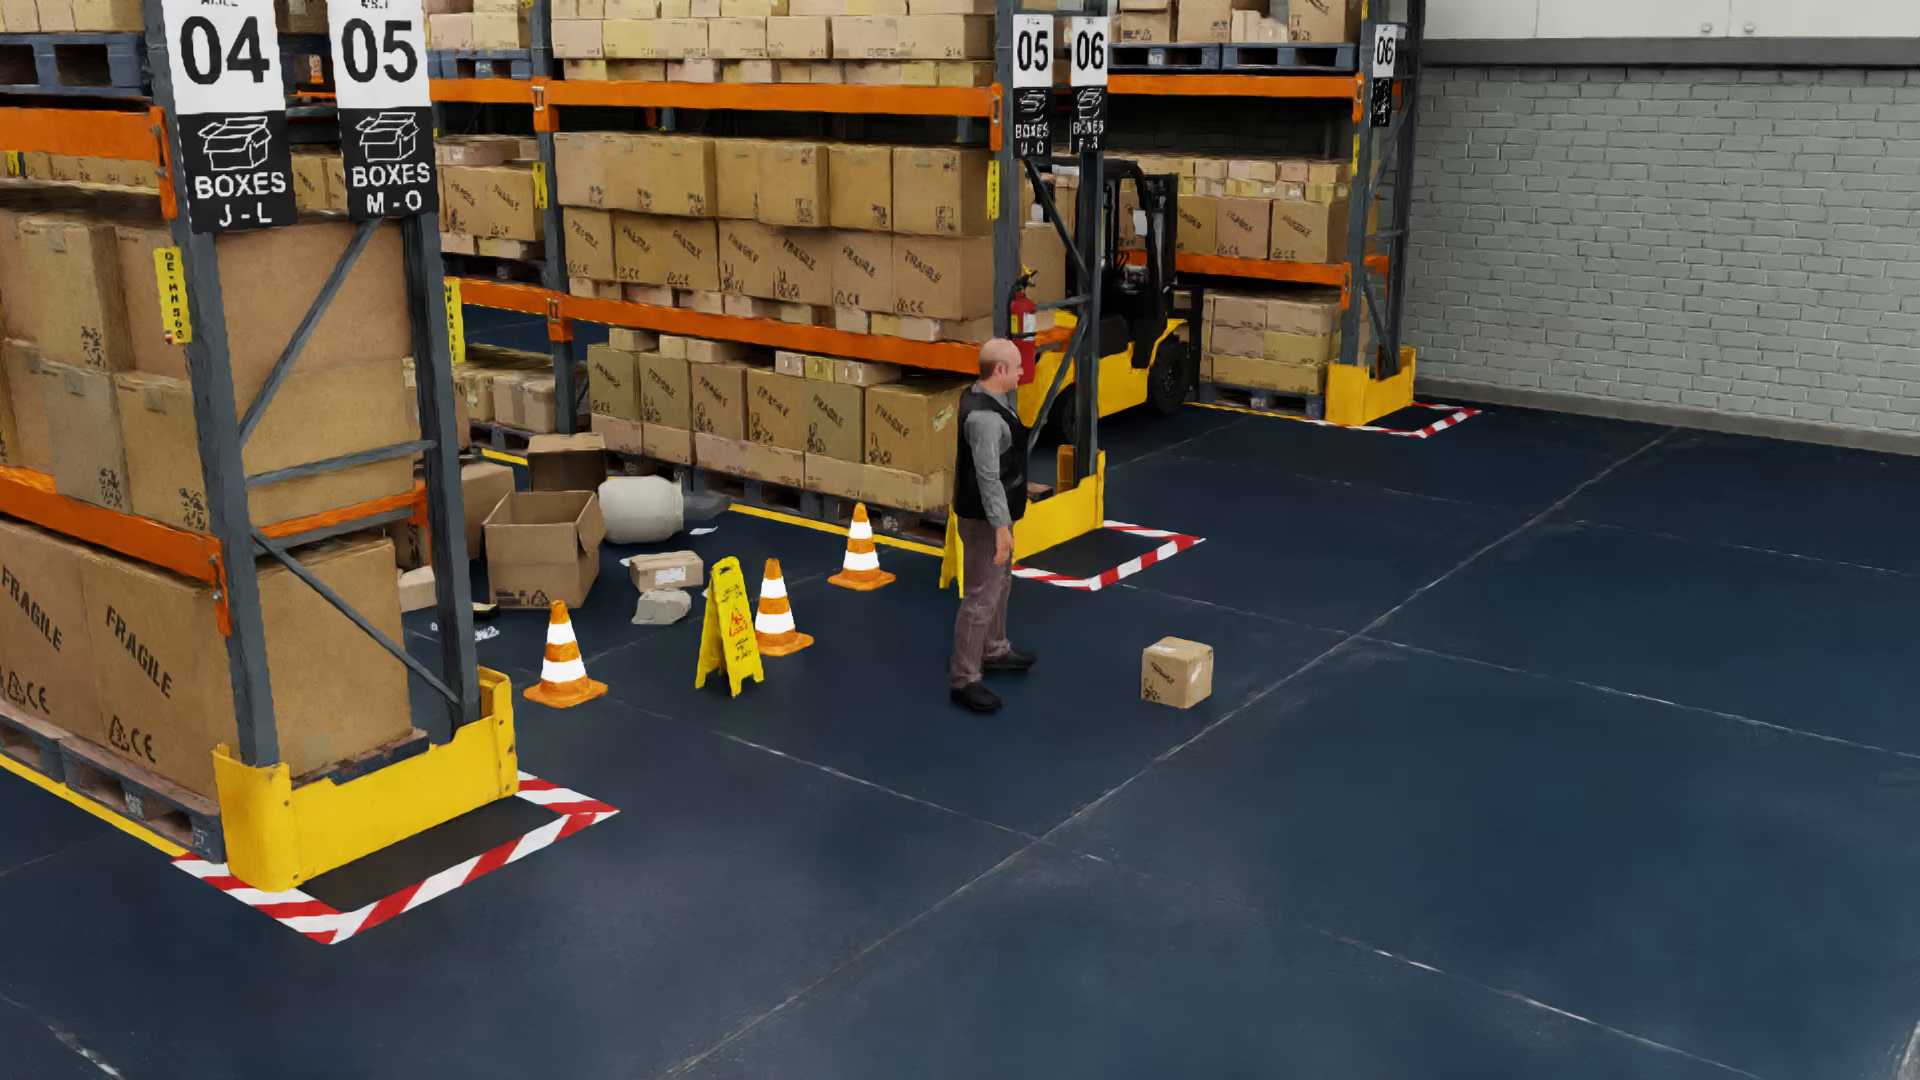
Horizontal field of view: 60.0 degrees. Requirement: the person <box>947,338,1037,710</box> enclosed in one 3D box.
[{"bbox_3d":[0.165,-0.109,7.876,0.466,1.722,0.672,-1,16,-2],"label":"person"}]
